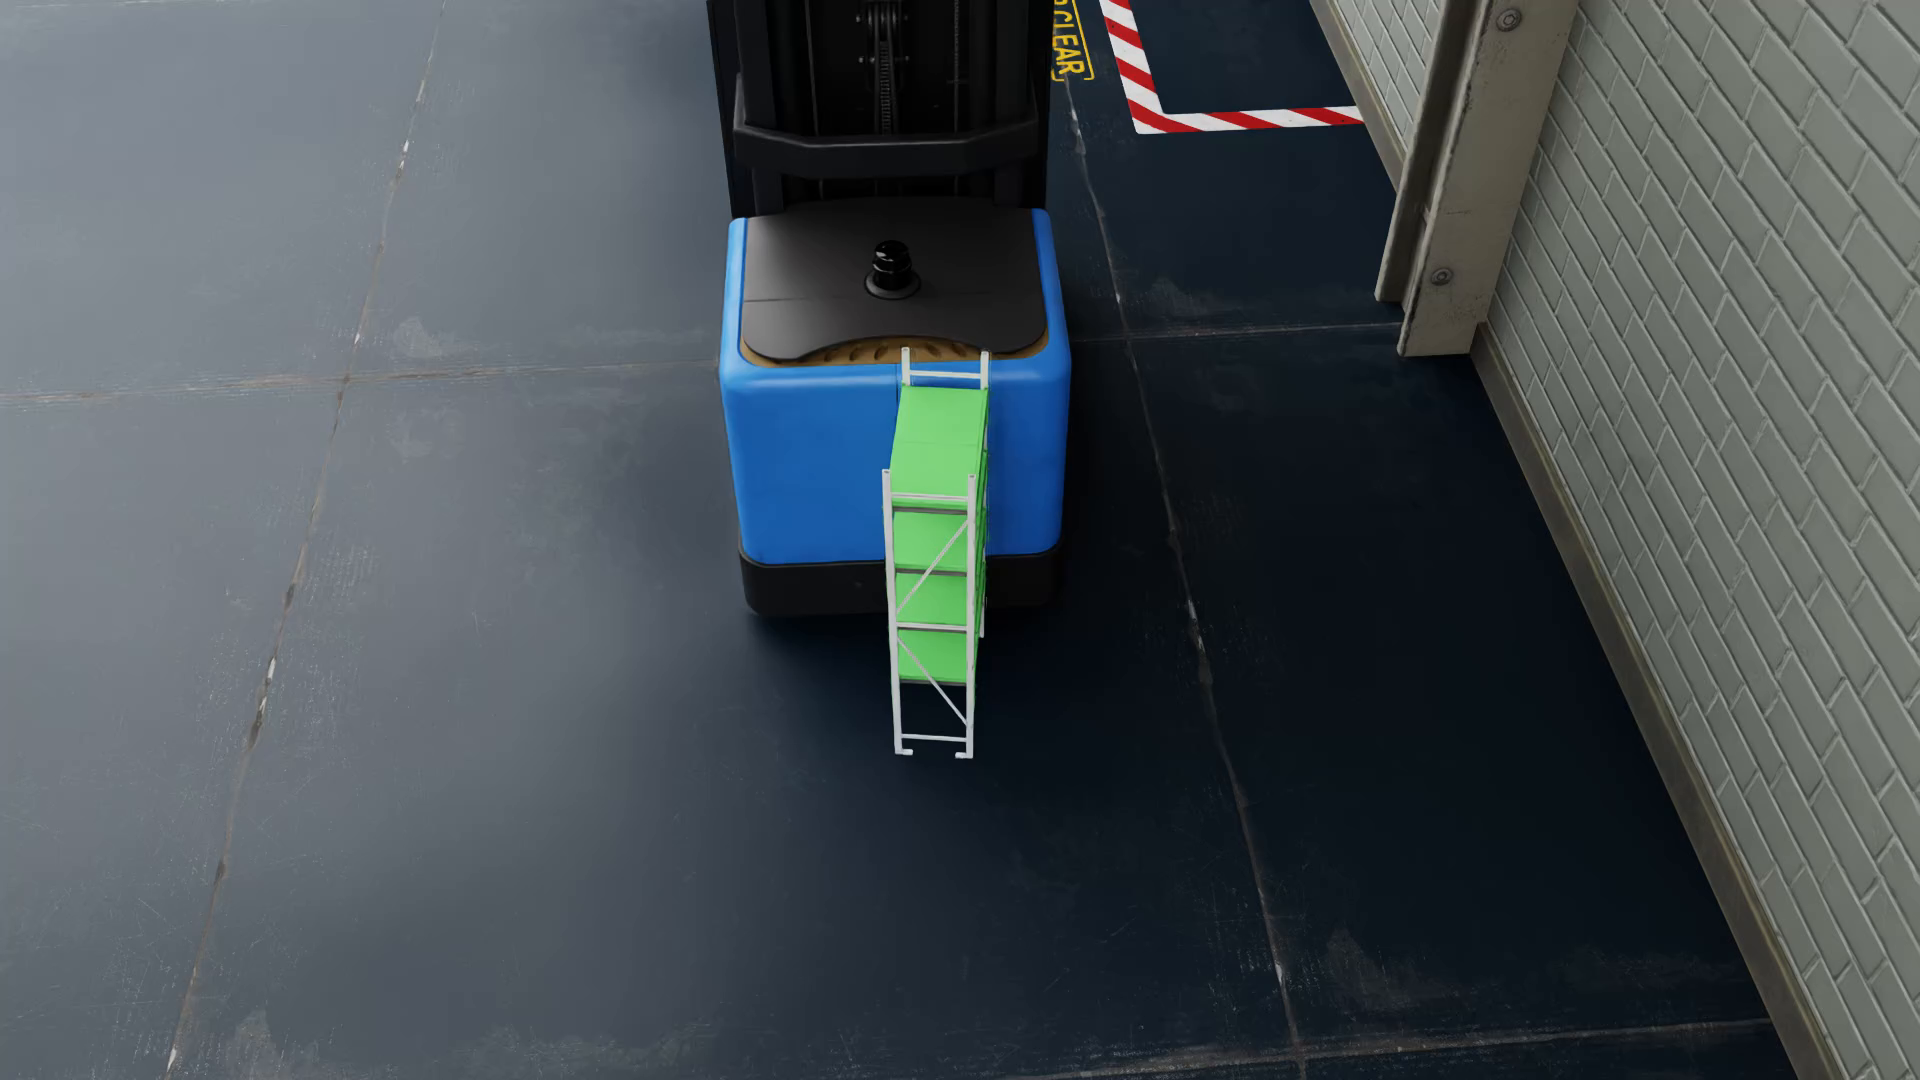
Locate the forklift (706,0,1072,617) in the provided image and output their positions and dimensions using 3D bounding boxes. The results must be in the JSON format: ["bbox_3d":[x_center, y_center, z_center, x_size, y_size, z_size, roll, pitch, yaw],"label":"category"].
[{"bbox_3d":[-0.262,-1.823,5.457,1.130,2.935,3.031,-2,47,-2],"label":"forklift"}]

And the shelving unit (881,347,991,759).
[{"bbox_3d":[-0.060,0.069,4.857,0.258,1.200,0.503,3,46,3],"label":"shelving unit"}]

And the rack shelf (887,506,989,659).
[{"bbox_3d":[-0.060,0.113,4.903,0.258,0.148,0.480,3,46,3],"label":"rack shelf"}]

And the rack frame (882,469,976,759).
[{"bbox_3d":[-0.079,0.245,4.689,0.240,1.200,0.015,3,46,3],"label":"rack frame"}]

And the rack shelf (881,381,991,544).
[{"bbox_3d":[-0.060,-0.218,4.556,0.258,0.148,0.480,3,46,3],"label":"rack shelf"}]

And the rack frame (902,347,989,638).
[{"bbox_3d":[-0.041,-0.107,5.025,0.240,1.200,0.015,3,46,3],"label":"rack frame"}]

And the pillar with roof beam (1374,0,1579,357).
[{"bbox_3d":[-2.454,-3.693,3.050,9.100,9.000,0.400,-3,47,-3],"label":"pillar with roof beam"}]

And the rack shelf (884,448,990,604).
[{"bbox_3d":[-0.060,-0.052,4.729,0.258,0.148,0.480,3,46,3],"label":"rack shelf"}]

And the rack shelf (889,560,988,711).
[{"bbox_3d":[-0.060,0.279,5.076,0.258,0.148,0.480,3,46,3],"label":"rack shelf"}]
